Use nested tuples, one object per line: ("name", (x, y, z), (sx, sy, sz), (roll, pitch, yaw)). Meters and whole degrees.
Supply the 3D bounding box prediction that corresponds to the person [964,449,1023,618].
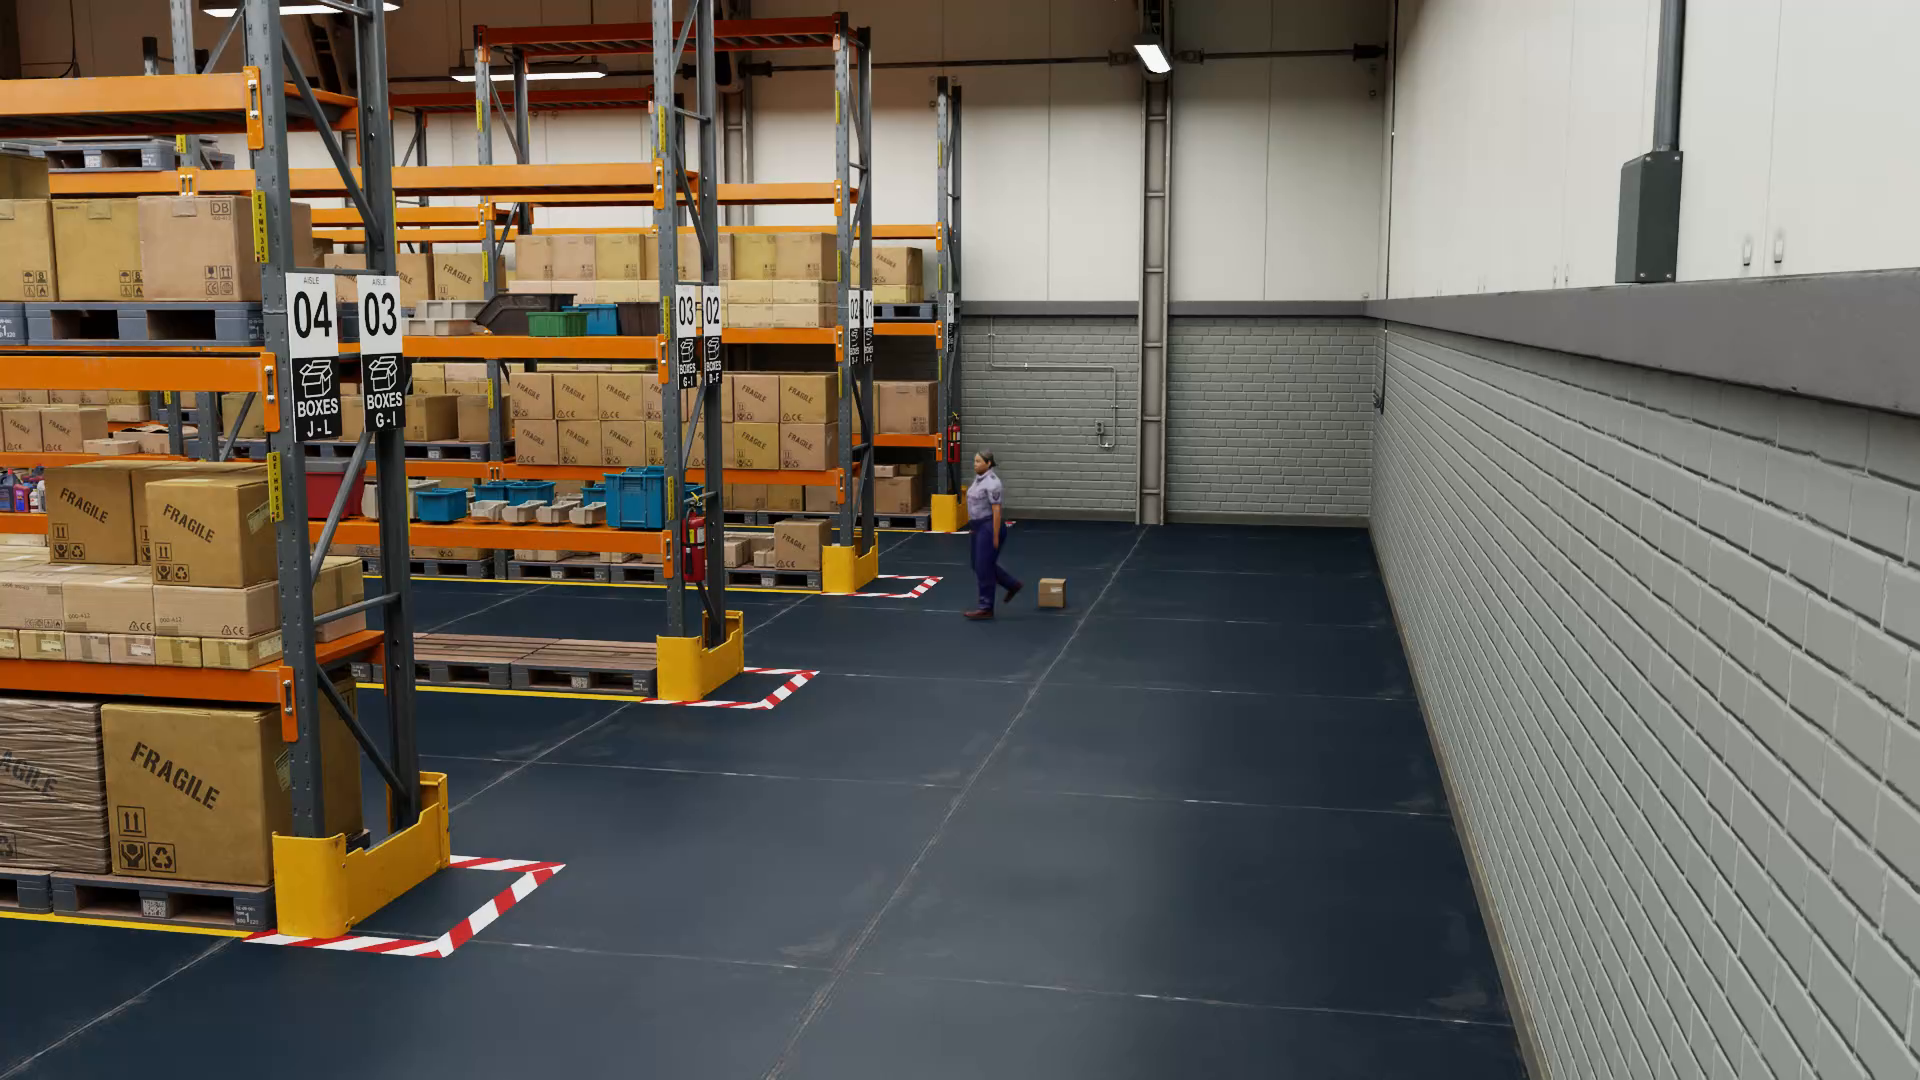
("person", (0.337, -0.080, 16.298), (0.679, 1.636, 0.522), (-3, 8, -17))
